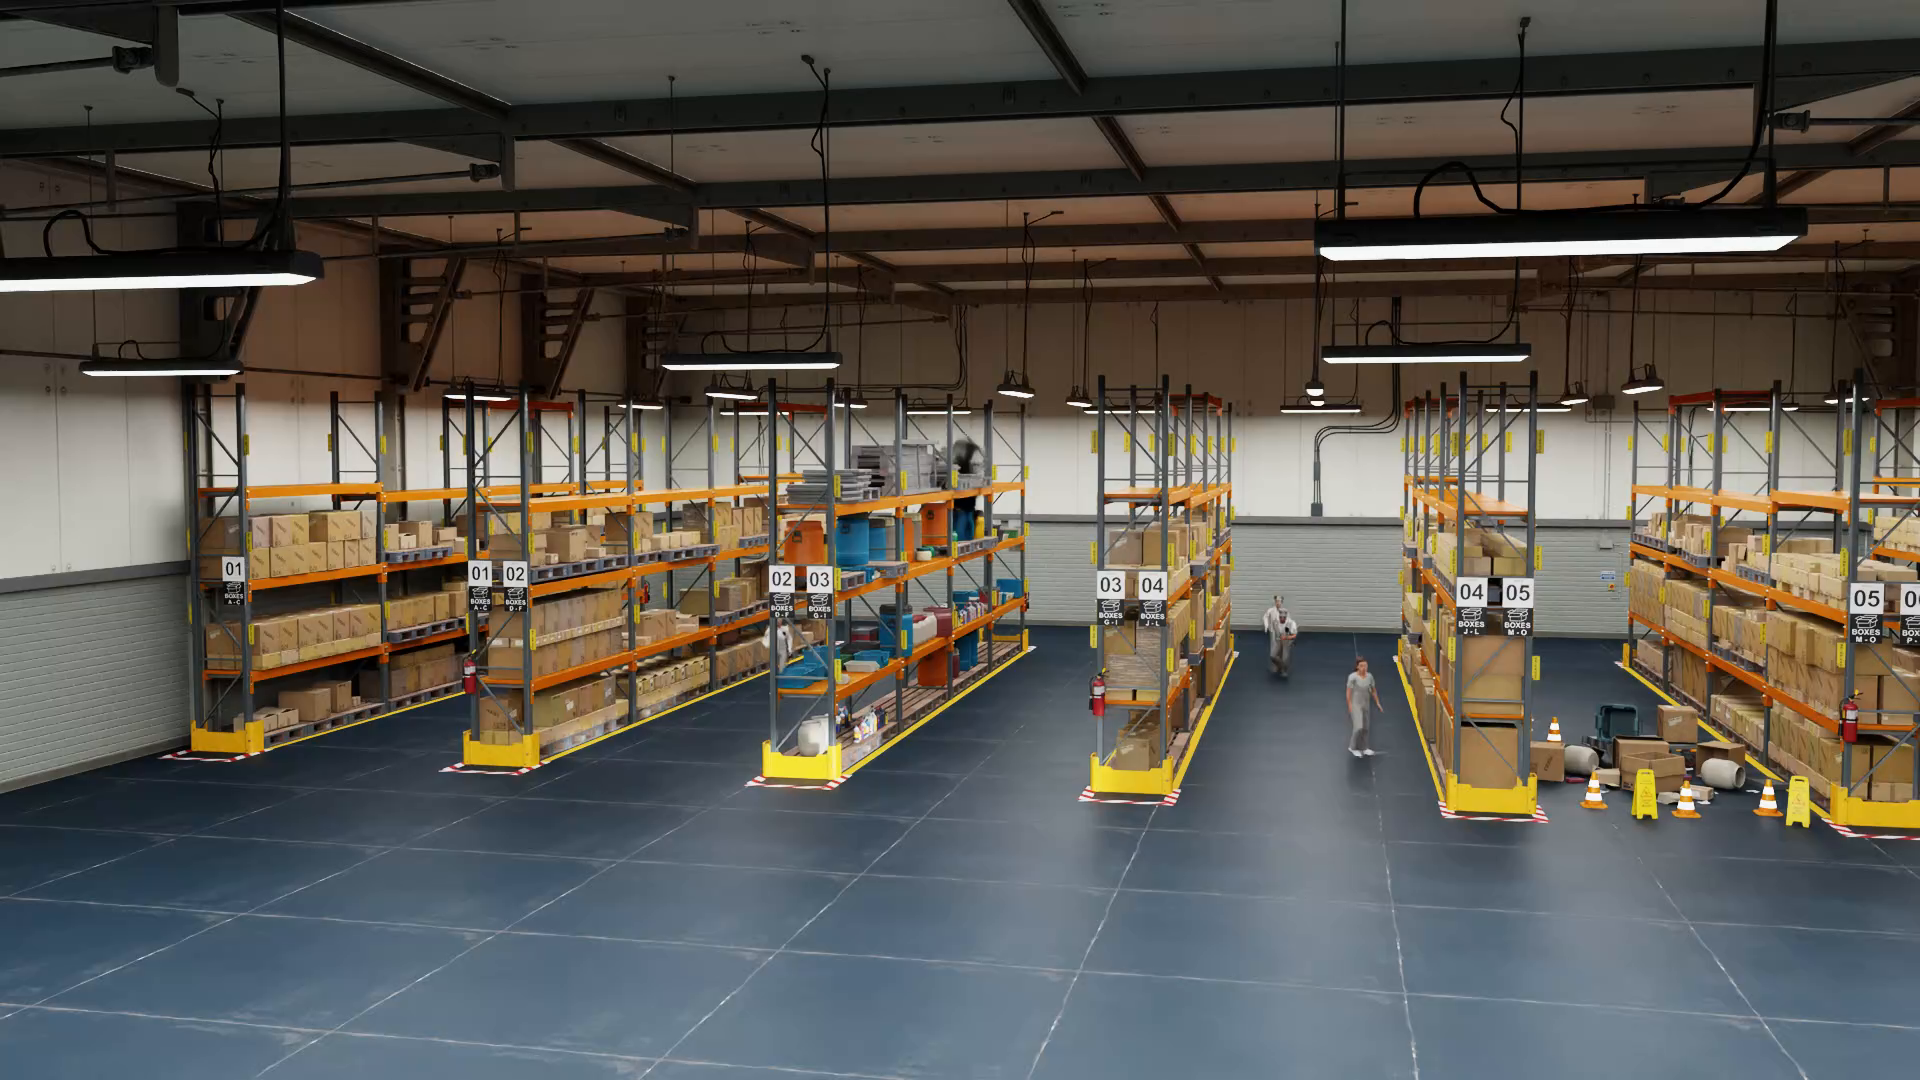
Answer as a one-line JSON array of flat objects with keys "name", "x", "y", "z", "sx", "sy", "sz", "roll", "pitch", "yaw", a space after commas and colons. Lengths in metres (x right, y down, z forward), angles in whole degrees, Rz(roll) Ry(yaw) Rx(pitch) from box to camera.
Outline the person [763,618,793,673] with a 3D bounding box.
[{"name": "person", "x": -3.664, "y": 2.280, "z": 33.436, "sx": 0.611, "sy": 1.643, "sz": 0.753, "roll": 0, "pitch": 3, "yaw": -8}]

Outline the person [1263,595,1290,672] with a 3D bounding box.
[{"name": "person", "x": 6.993, "y": 2.068, "z": 36.631, "sx": 0.561, "sy": 1.713, "sz": 0.676, "roll": 0, "pitch": 3, "yaw": 5}]

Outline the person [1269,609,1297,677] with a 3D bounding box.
[{"name": "person", "x": 6.892, "y": 2.207, "z": 35.491, "sx": 0.705, "sy": 1.512, "sz": 0.997, "roll": 2, "pitch": 4, "yaw": 31}]

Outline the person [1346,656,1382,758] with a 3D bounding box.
[{"name": "person", "x": 6.424, "y": 2.670, "z": 26.663, "sx": 0.554, "sy": 1.632, "sz": 0.584, "roll": -1, "pitch": 4, "yaw": -22}]
